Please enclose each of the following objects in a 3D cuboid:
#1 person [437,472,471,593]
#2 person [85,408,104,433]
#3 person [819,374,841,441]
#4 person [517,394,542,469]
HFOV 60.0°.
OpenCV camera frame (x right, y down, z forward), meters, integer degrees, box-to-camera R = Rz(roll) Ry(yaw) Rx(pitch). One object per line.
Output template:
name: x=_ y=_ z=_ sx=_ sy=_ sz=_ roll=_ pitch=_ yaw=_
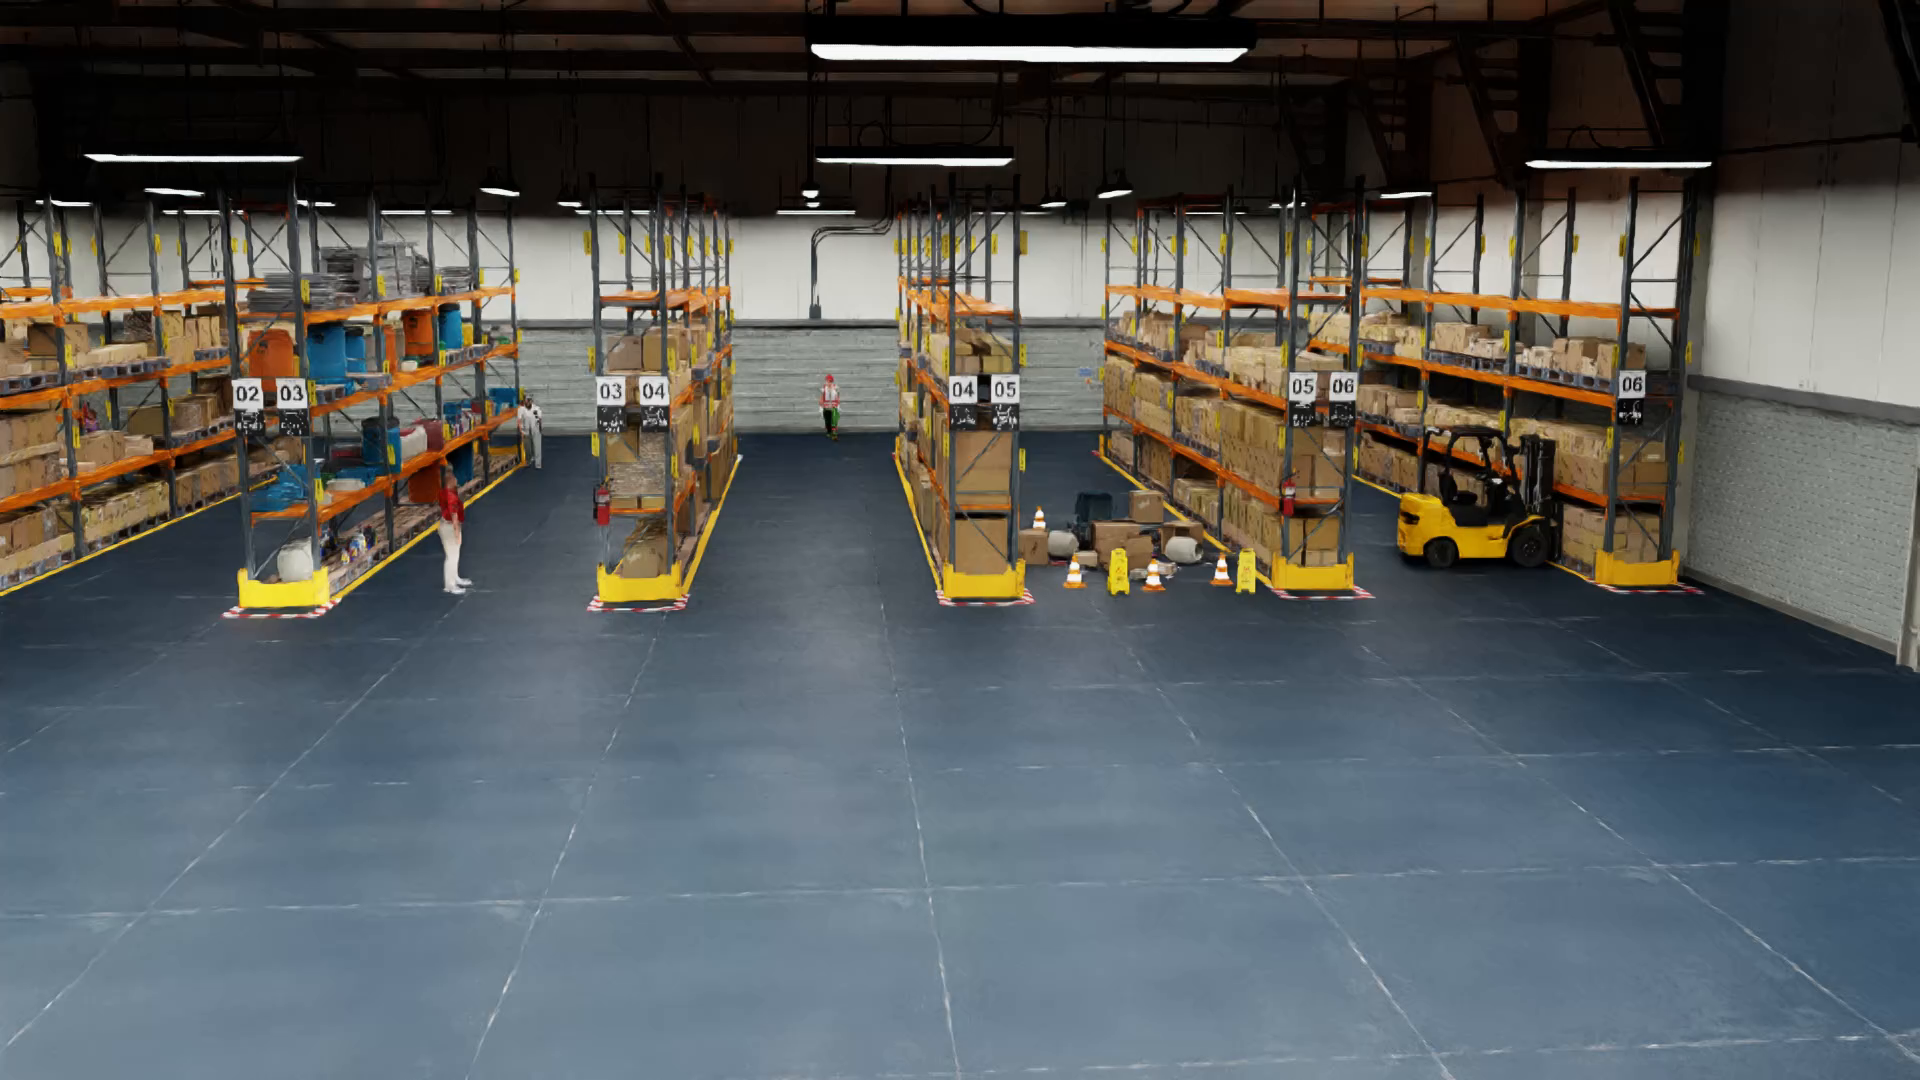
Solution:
person: x=-7.406 y=-0.131 z=24.386 sx=0.476 sy=1.738 sz=0.627 roll=-6 pitch=12 yaw=-31
person: x=-18.817 y=-2.126 z=36.253 sx=0.430 sy=1.540 sz=0.948 roll=-1 pitch=10 yaw=-6
person: x=-3.394 y=-3.477 z=43.384 sx=0.553 sy=1.709 sz=1.123 roll=0 pitch=10 yaw=-3
person: x=-9.760 y=-2.480 z=37.733 sx=0.536 sy=1.707 sz=1.036 roll=-2 pitch=10 yaw=-13
